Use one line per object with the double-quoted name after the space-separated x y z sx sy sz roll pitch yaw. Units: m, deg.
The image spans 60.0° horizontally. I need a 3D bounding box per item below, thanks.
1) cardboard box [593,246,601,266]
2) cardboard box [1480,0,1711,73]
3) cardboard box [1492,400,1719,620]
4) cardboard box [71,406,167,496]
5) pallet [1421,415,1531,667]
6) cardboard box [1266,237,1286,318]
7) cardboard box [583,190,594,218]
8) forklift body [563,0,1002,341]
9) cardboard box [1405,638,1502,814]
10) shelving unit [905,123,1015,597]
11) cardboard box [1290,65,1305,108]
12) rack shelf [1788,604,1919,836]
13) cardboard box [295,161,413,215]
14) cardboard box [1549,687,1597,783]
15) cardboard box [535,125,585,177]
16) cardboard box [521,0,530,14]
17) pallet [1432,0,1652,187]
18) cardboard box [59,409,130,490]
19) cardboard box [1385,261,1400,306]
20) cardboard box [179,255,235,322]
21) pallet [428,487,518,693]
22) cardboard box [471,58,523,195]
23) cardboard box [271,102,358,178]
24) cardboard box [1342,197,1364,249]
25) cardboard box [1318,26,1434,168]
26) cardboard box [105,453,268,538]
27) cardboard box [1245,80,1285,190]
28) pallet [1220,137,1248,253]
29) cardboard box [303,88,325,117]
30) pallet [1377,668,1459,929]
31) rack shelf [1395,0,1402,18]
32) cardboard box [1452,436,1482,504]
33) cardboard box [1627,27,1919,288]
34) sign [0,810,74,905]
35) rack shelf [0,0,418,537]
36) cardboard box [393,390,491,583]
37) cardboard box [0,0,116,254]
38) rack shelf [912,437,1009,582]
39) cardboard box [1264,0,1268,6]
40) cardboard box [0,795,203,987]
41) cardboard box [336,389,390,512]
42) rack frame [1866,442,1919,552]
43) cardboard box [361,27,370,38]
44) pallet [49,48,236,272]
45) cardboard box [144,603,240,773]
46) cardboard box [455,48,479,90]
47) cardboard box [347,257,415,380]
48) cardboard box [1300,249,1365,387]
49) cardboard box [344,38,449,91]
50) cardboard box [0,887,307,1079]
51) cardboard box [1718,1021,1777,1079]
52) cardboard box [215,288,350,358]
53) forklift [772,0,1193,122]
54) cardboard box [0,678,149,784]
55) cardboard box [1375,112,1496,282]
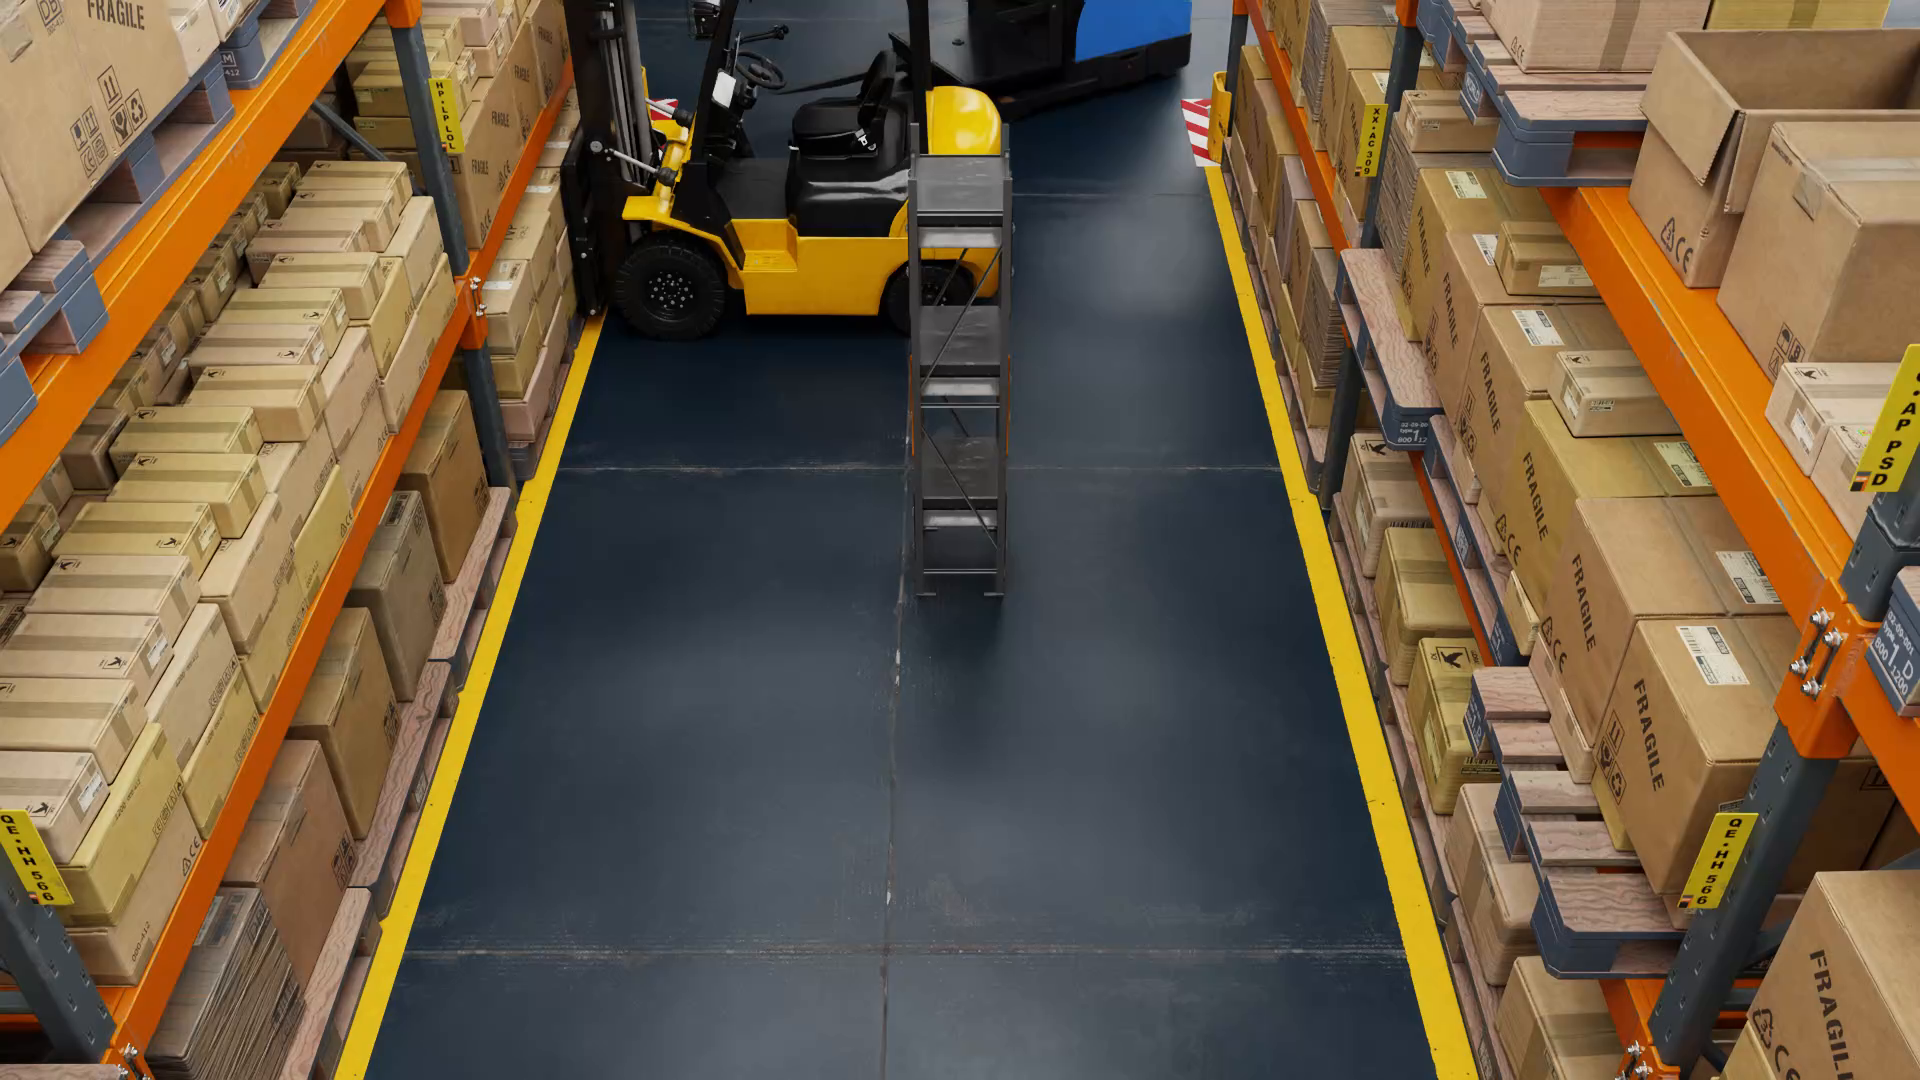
-2.369 -1.693 9.572 0.500 0.250 0.500 1 39 1 "cardboard box"
1.901 -1.627 5.012 0.500 0.250 0.500 0 39 -1 "cardboard box"
1.989 -0.089 5.054 0.500 0.500 0.500 -3 39 -3 "cardboard box"
-2.954 -0.206 5.574 0.500 0.250 0.500 -1 39 -1 "cardboard box"
2.238 -0.010 5.763 1.003 0.211 1.213 0 39 0 "pallet"
2.001 -1.460 9.281 0.500 0.250 0.500 1 39 1 "cardboard box"
-2.370 -1.876 9.401 0.500 0.250 0.500 0 39 0 "cardboard box"
-0.865 -2.328 9.181 2.313 2.155 1.214 0 39 0 "forklift body"
2.286 0.726 6.457 0.950 0.372 0.625 1 39 1 "cardboard box"
0.000 -0.716 7.210 0.431 2.100 0.503 0 39 0 "shelving unit"
1.960 -2.407 8.802 0.380 0.149 0.250 0 39 0 "cardboard box"
2.284 1.514 1.884 1.077 0.370 4.000 0 39 0 "rack shelf"
-2.465 -1.421 6.772 0.380 0.149 0.250 1 39 2 "cardboard box"
1.928 0.557 4.767 0.380 0.149 0.250 0 39 0 "cardboard box"
-2.369 -2.085 9.263 0.500 0.250 0.500 -1 39 -1 "cardboard box"
-2.406 -2.801 8.494 0.380 0.149 0.250 -1 39 -1 "cardboard box"
2.175 -1.411 5.109 1.213 0.211 1.003 0 39 0 "pallet"
-2.906 -0.297 5.368 0.380 0.149 0.250 1 39 1 "cardboard box"
1.961 -1.068 6.795 0.380 0.149 0.250 0 39 1 "cardboard box"
-2.933 -0.931 6.160 0.380 0.149 0.250 0 39 0 "cardboard box"
-2.647 0.206 7.569 1.003 0.211 1.213 0 39 0 "pallet"
-2.444 -1.985 7.994 0.500 0.500 0.500 1 39 1 "cardboard box"
-2.958 -1.662 7.591 0.500 0.500 0.500 0 39 0 "cardboard box"
1.971 -1.451 7.608 0.380 0.149 0.250 0 39 -1 "cardboard box"
2.020 -2.103 7.903 0.500 0.500 0.500 1 39 1 "cardboard box"
-2.400 -0.140 5.173 0.380 0.149 0.250 1 39 1 "cardboard box"
2.002 -2.387 9.839 0.500 0.500 0.500 -1 39 -2 "cardboard box"
2.238 -2.206 10.580 1.003 0.211 1.213 0 39 0 "pallet"
-2.990 -1.950 7.194 0.380 0.149 0.250 0 39 0 "cardboard box"
2.283 0.992 6.589 1.003 0.211 1.213 0 39 0 "pallet"
2.274 -3.489 8.127 1.077 0.370 4.000 0 39 0 "rack shelf"
1.935 -0.253 5.778 0.380 0.149 0.250 1 39 2 "cardboard box"
2.251 -1.012 4.378 0.797 0.503 0.637 0 39 0 "cardboard box"
-2.140 0.732 3.821 0.100 0.325 0.005 0 39 0 "sign"
-2.685 -0.982 4.998 1.077 0.370 4.000 0 39 0 "rack shelf"
-2.675 -0.253 7.476 0.875 0.625 0.625 2 39 2 "cardboard box"
-2.540 -1.022 3.978 0.700 0.500 0.500 -1 39 -1 "cardboard box"
0.000 -0.159 7.656 0.431 0.518 0.480 0 39 0 "rack shelf"
1.999 -3.385 9.502 0.500 0.500 0.500 1 39 1 "cardboard box"
-2.439 0.940 4.544 0.500 0.250 0.500 0 39 0 "cardboard box"
-2.449 -0.344 6.146 0.500 0.250 0.500 0 39 0 "cardboard box"
2.281 -1.188 2.282 1.000 3.000 0.127 0 39 0 "rack frame"
-3.010 -2.319 7.893 0.380 0.149 0.250 0 39 0 "cardboard box"
-2.777 -1.062 4.674 1.003 0.211 1.213 2 39 2 "pallet"
-2.438 0.432 4.778 0.500 0.250 0.500 1 39 1 "cardboard box"
-2.454 -2.159 7.692 0.380 0.149 0.250 0 39 0 "cardboard box"
-2.423 -0.850 6.378 0.500 0.250 0.500 -1 39 -1 "cardboard box"
2.008 -1.102 8.235 0.500 0.500 0.500 -1 39 -1 "cardboard box"
-2.499 -2.114 7.398 0.380 0.149 0.250 1 39 1 "cardboard box"
-2.669 1.532 5.249 0.875 0.625 0.625 1 39 1 "cardboard box"
2.035 1.334 3.653 0.500 0.250 0.500 0 39 0 "cardboard box"
-2.428 -0.778 5.970 0.380 0.149 0.250 -1 39 -1 "cardboard box"
0.164 -4.391 11.131 3.031 2.935 1.130 -21 43 -24 "forklift"
-2.390 0.500 4.374 0.380 0.149 0.250 1 39 1 "cardboard box"
1.990 -1.374 6.658 0.500 0.500 0.500 1 39 1 "cardboard box"
